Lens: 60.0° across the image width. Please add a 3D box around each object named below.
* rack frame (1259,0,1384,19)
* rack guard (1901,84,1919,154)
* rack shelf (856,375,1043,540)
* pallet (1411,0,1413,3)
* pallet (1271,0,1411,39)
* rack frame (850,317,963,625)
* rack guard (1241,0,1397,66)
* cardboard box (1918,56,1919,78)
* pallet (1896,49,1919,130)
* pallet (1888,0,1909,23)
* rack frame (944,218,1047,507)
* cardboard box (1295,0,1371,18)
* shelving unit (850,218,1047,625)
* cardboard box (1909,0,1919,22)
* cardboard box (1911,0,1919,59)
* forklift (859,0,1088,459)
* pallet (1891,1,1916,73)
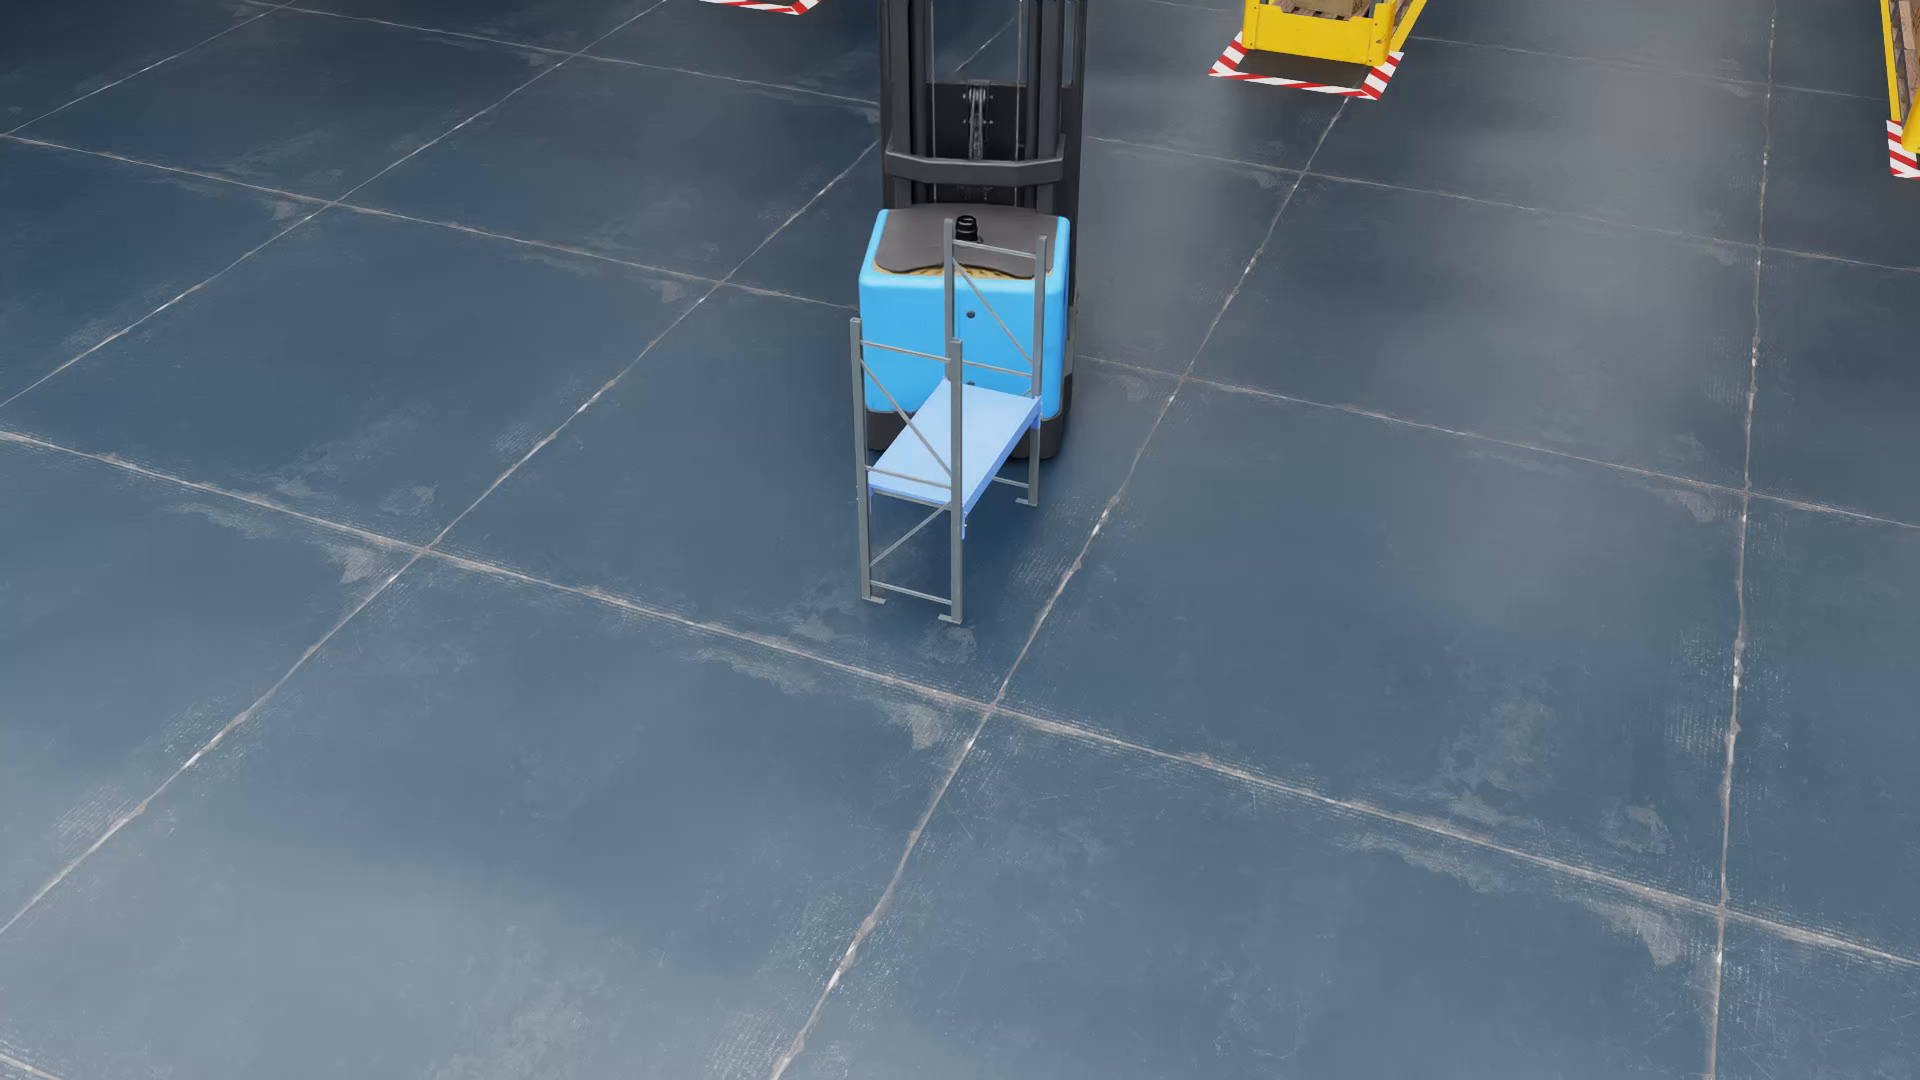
[{"bbox_3d":[2.873,-5.172,12.664,1.000,3.000,0.127,14,39,18],"label":"rack frame"},{"bbox_3d":[7.413,-2.972,11.808,1.175,0.500,0.348,14,39,18],"label":"rack guard"},{"bbox_3d":[-0.032,-0.409,7.845,0.538,0.185,1.000,14,39,18],"label":"rack shelf"},{"bbox_3d":[3.710,-5.212,15.047,1.003,0.211,1.213,14,39,18],"label":"pallet"},{"bbox_3d":[3.244,-4.539,14.146,1.003,0.211,1.213,14,39,18],"label":"pallet"},{"bbox_3d":[-0.226,-0.272,7.361,0.500,1.500,0.032,14,39,18],"label":"rack frame"},{"bbox_3d":[2.902,-4.213,13.469,1.175,0.500,0.348,14,39,18],"label":"rack guard"},{"bbox_3d":[7.619,-3.694,12.110,0.875,0.875,0.875,14,39,18],"label":"cardboard box"},{"bbox_3d":[7.654,-3.330,12.528,1.003,0.211,1.213,14,39,18],"label":"pallet"},{"bbox_3d":[8.582,-4.681,14.336,1.003,0.211,1.213,14,39,18],"label":"pallet"},{"bbox_3d":[0.161,-0.835,8.114,0.500,1.500,0.032,14,39,18],"label":"rack frame"},{"bbox_3d":[3.127,-4.681,13.744,0.500,0.500,0.500,21,42,26],"label":"cardboard box"},{"bbox_3d":[-0.032,-0.553,7.738,0.538,1.500,1.048,14,39,18],"label":"shelving unit"},{"bbox_3d":[8.300,-4.686,13.437,0.875,0.875,0.875,14,39,18],"label":"cardboard box"},{"bbox_3d":[7.952,-4.181,12.763,0.875,0.875,0.875,13,39,17],"label":"cardboard box"},{"bbox_3d":[0.138,-2.467,9.102,1.130,2.935,3.031,3,37,4],"label":"forklift"},{"bbox_3d":[8.120,-4.003,13.429,1.003,0.211,1.213,14,39,18],"label":"pallet"}]
